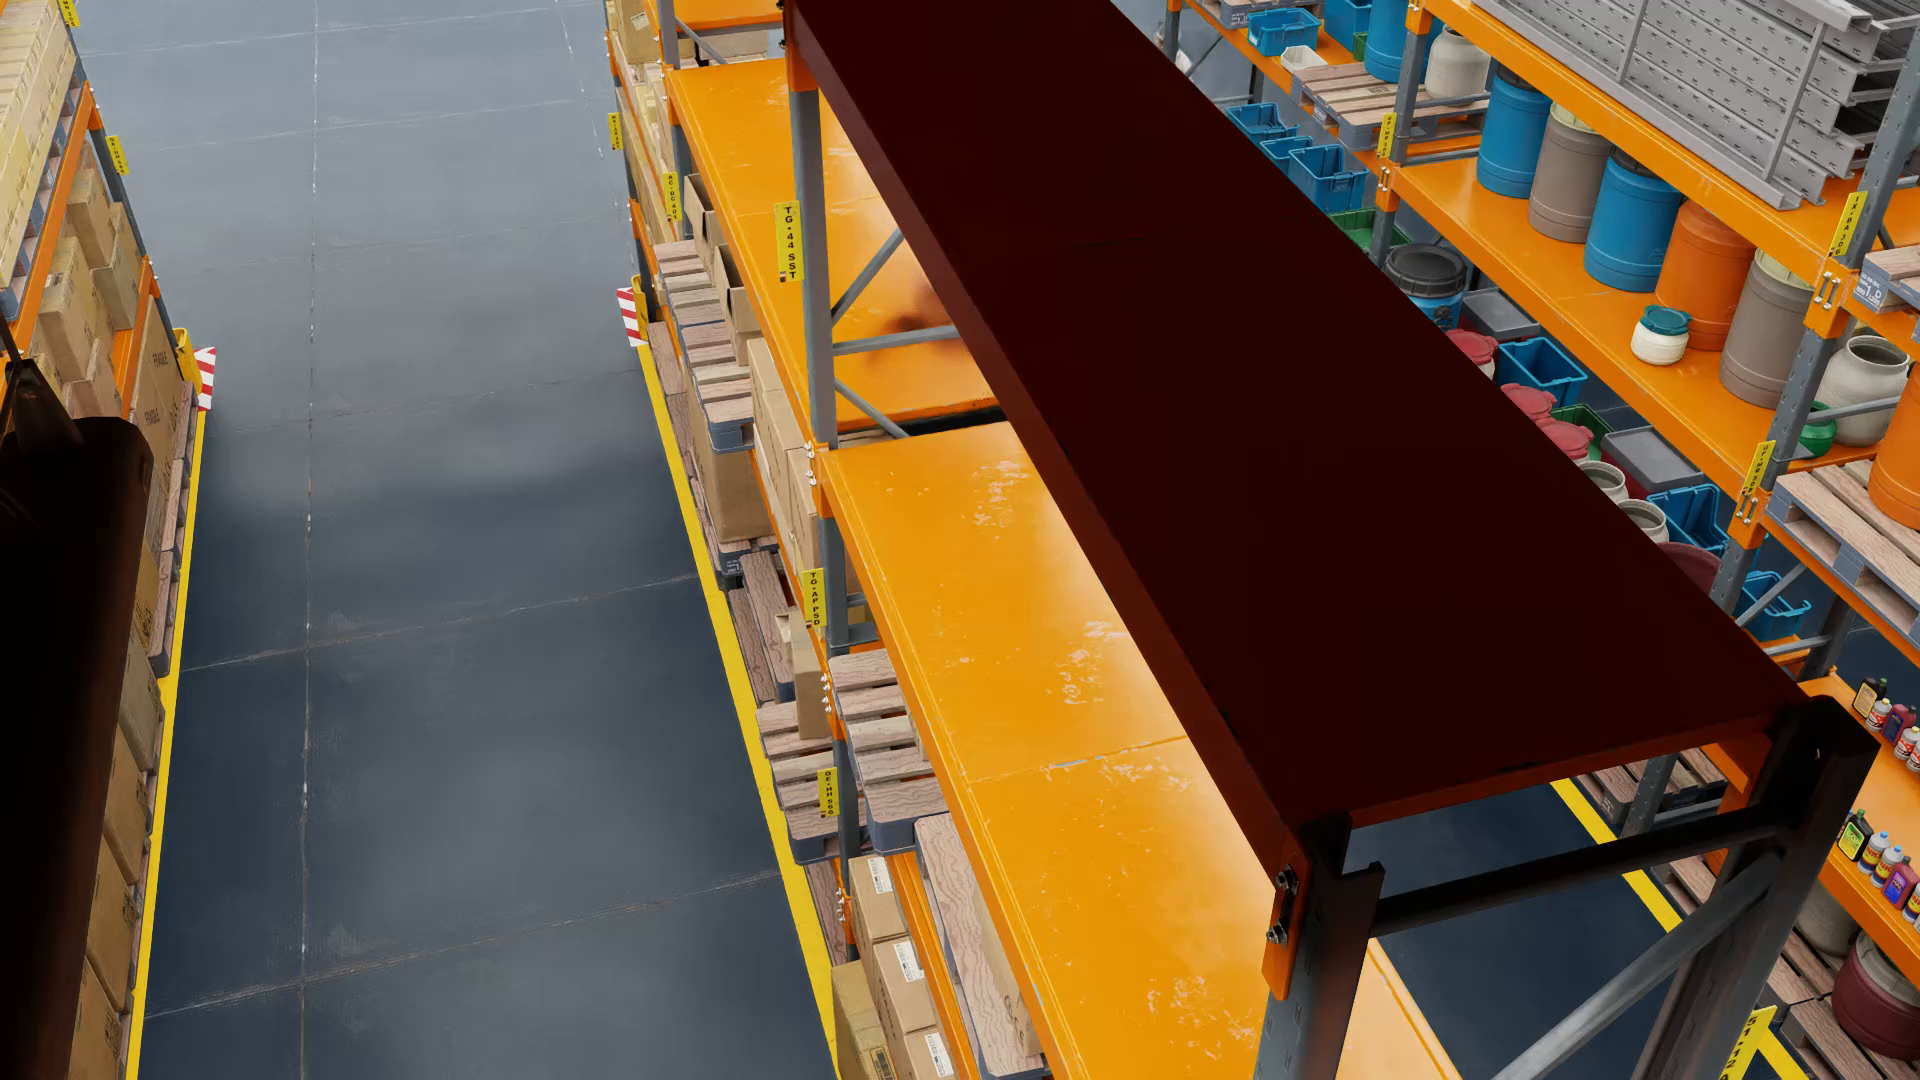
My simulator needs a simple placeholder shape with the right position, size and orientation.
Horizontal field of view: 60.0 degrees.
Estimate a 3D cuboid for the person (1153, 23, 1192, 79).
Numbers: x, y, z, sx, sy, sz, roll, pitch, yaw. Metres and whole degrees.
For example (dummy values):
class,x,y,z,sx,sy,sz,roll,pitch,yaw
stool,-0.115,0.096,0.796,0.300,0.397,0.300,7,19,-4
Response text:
class,x,y,z,sx,sy,sz,roll,pitch,yaw
person,2.101,-4.441,17.052,0.787,1.709,0.607,13,40,16
